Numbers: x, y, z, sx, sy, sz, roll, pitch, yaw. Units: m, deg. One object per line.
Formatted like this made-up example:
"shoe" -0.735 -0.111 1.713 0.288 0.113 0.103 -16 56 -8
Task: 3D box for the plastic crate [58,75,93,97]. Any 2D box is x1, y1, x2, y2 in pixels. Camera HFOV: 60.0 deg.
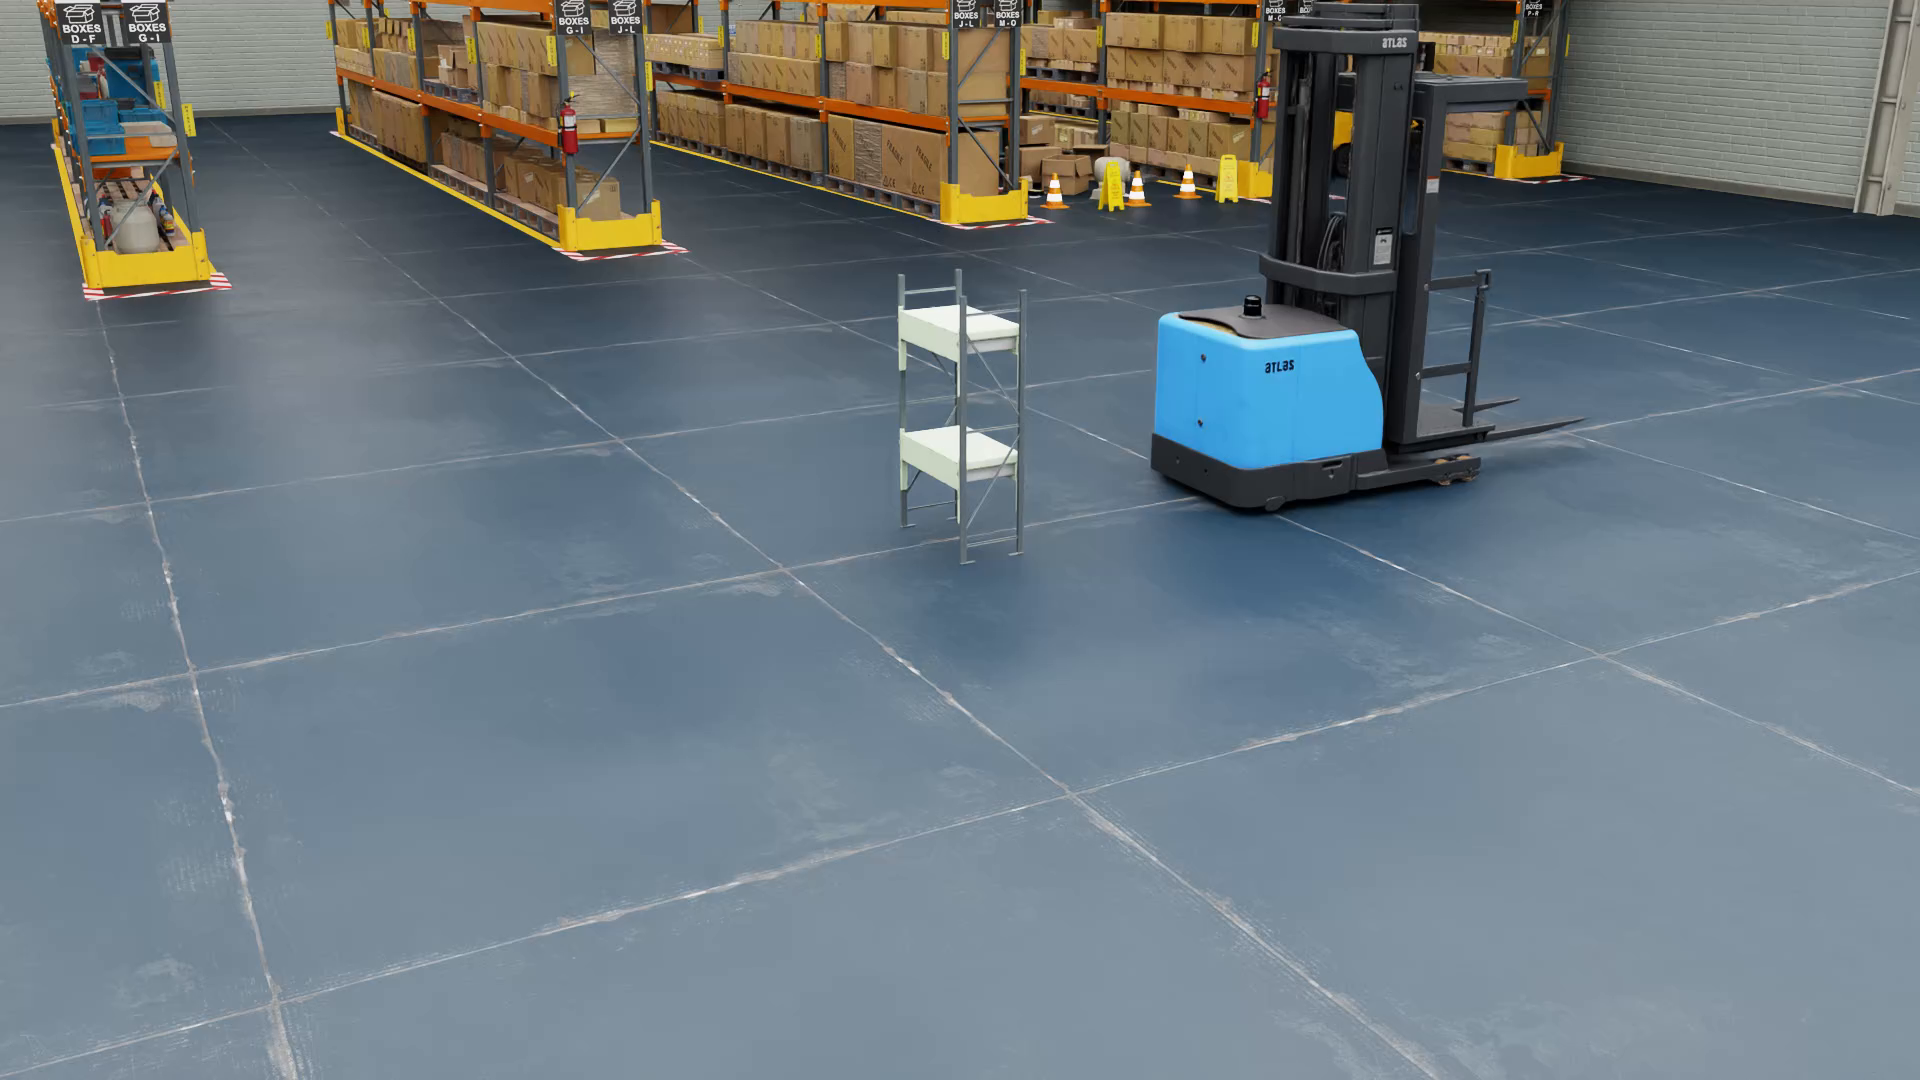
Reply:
"plastic crate" -11.765 -5.943 22.159 0.402 0.464 0.583 -10 21 -27

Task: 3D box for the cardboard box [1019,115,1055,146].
"cardboard box" 1.165 -6.470 26.456 0.500 0.500 0.500 -10 21 -27

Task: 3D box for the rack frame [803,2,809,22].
"rack frame" -2.981 -11.023 36.978 1.000 3.000 0.127 -10 21 -27

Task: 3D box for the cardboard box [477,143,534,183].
"cardboard box" -6.487 -5.389 23.809 0.700 0.500 0.500 -10 21 -27

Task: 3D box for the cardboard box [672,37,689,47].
"cardboard box" -4.862 -8.808 29.388 0.380 0.149 0.250 -9 21 -25

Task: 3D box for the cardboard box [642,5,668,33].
"cardboard box" -5.851 -9.833 31.386 0.500 0.500 0.500 -11 22 -29

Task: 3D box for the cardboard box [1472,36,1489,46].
"cardboard box" 8.335 -7.902 26.328 0.380 0.149 0.250 -9 21 -25

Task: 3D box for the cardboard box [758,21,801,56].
"cardboard box" -2.799 -8.029 26.614 0.700 0.500 0.500 -10 22 -27

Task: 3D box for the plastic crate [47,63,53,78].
"plastic crate" -15.466 -8.084 28.626 0.416 0.233 0.300 -10 21 -27

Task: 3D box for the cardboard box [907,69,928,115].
"cardboard box" -0.188 -5.959 22.073 0.875 0.550 0.550 -10 21 -27

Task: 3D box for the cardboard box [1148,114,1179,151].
"cardboard box" 3.269 -6.320 25.769 0.500 0.500 0.500 -9 21 -24

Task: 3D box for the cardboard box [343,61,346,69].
"cardboard box" -11.455 -8.995 31.485 0.380 0.149 0.250 -10 22 -27

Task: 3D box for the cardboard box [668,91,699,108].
"cardboard box" -5.017 -8.045 30.386 0.500 0.250 0.500 -9 21 -25

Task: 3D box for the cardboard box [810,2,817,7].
"cardboard box" -3.056 -11.705 36.274 0.380 0.149 0.250 -9 21 -26

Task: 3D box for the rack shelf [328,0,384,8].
"rack shelf" -10.753 -9.992 30.494 1.077 0.370 4.000 -10 21 -27

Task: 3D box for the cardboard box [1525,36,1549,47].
"cardboard box" 9.012 -7.824 26.103 0.380 0.149 0.250 -10 22 -28

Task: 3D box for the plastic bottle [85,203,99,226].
"plastic bottle" -10.256 -3.882 19.669 0.144 0.351 0.185 -11 22 -29

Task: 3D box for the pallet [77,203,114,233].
"pallet" -10.770 -4.178 21.414 1.003 0.211 1.213 -10 21 -27

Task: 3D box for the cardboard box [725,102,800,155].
"cardboard box" -3.281 -6.877 27.768 1.050 0.750 0.750 -10 22 -27

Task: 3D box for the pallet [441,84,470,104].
"pallet" -6.928 -6.539 24.277 1.003 0.211 1.213 -10 21 -27

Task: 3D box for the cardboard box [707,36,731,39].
"cardboard box" -4.280 -8.904 29.666 0.380 0.149 0.250 -10 22 -27

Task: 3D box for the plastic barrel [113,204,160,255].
"plastic barrel" -8.844 -3.328 17.846 0.421 0.512 0.421 0 19 0

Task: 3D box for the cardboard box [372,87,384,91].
"cardboard box" -10.046 -7.736 30.065 0.875 0.875 0.875 -10 21 -27

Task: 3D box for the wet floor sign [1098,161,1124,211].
"wet floor sign" 2.064 -4.820 22.610 0.267 0.644 0.232 -14 24 -36

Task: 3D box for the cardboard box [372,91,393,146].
"cardboard box" -9.482 -7.353 28.957 1.225 0.875 0.875 -10 21 -26

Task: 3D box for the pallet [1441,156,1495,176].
"pallet" 8.583 -6.095 26.971 1.003 0.211 1.213 -10 21 -27

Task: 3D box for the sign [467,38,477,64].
"sign" -6.491 -6.504 22.106 0.100 0.325 0.005 -10 21 -27

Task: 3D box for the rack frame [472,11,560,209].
"rack frame" -6.004 -6.043 22.547 1.000 3.000 0.127 -10 21 -27

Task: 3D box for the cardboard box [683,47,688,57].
"cardboard box" -4.616 -8.518 29.003 0.380 0.149 0.250 -10 21 -27

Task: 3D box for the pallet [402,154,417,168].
"pallet" -8.787 -6.461 28.033 1.003 0.211 1.213 -10 21 -27

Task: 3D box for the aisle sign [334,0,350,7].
"aisle sign" -12.001 -10.691 32.031 0.394 0.787 0.004 -10 21 -27

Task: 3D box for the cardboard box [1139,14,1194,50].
"cardboard box" 3.173 -7.781 25.439 0.700 0.500 0.500 -11 22 -28

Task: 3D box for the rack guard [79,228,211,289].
"rack guard" -8.541 -2.961 17.446 1.175 0.500 0.348 -10 21 -27

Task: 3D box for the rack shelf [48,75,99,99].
"rack shelf" -15.112 -7.807 28.760 1.077 0.370 4.000 -10 21 -27

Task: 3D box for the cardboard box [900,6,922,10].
"cardboard box" -1.003 -10.832 33.745 0.380 0.149 0.250 -10 22 -27

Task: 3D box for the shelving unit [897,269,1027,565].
"shelving unit" 0.003 -0.707 9.381 0.431 1.500 0.755 -10 21 -27

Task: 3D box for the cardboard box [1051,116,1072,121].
"cardboard box" 1.435 -7.309 29.598 0.950 0.372 0.625 -10 22 -28

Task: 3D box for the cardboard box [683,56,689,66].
"cardboard box" -4.613 -8.376 29.047 0.380 0.149 0.250 -11 22 -29

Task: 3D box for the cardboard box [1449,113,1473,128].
"cardboard box" 8.242 -6.801 26.781 0.500 0.250 0.500 -10 21 -26

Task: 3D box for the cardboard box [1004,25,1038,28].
"cardboard box" 1.081 -8.800 29.281 0.500 0.500 0.500 -9 21 -24

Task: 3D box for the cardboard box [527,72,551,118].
"cardboard box" -4.685 -5.370 19.986 0.875 0.500 0.500 -10 21 -27

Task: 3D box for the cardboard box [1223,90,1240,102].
"cardboard box" 4.033 -6.441 24.085 0.380 0.149 0.250 -10 22 -27

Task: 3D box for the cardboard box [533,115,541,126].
"cardboard box" -5.030 -5.183 20.437 0.380 0.149 0.250 -10 21 -27

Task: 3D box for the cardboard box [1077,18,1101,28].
"cardboard box" 2.199 -8.757 28.164 0.380 0.149 0.250 -9 21 -24

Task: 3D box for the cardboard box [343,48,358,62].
"cardboard box" -11.224 -9.085 31.136 0.500 0.250 0.500 -11 22 -28

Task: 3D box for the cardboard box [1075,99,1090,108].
"cardboard box" 2.762 -9.610 36.610 0.380 0.149 0.250 -11 22 -28

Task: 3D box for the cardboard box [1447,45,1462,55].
"cardboard box" 8.079 -7.905 26.794 0.380 0.149 0.250 -11 22 -28

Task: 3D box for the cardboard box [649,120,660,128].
"cardboard box" -5.876 -7.990 31.914 0.380 0.149 0.250 -10 21 -26

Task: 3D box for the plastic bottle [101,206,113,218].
"plastic bottle" -9.935 -3.755 19.415 0.152 0.276 0.135 -10 21 -27

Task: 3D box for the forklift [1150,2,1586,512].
"forklift" 2.783 -1.877 10.576 3.031 2.935 1.130 -10 21 -26

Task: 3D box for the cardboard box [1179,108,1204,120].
"cardboard box" 3.533 -6.423 25.075 0.380 0.149 0.250 -9 21 -24

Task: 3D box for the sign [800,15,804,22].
"sign" -3.472 -11.386 36.580 0.100 0.325 0.005 -10 21 -27
